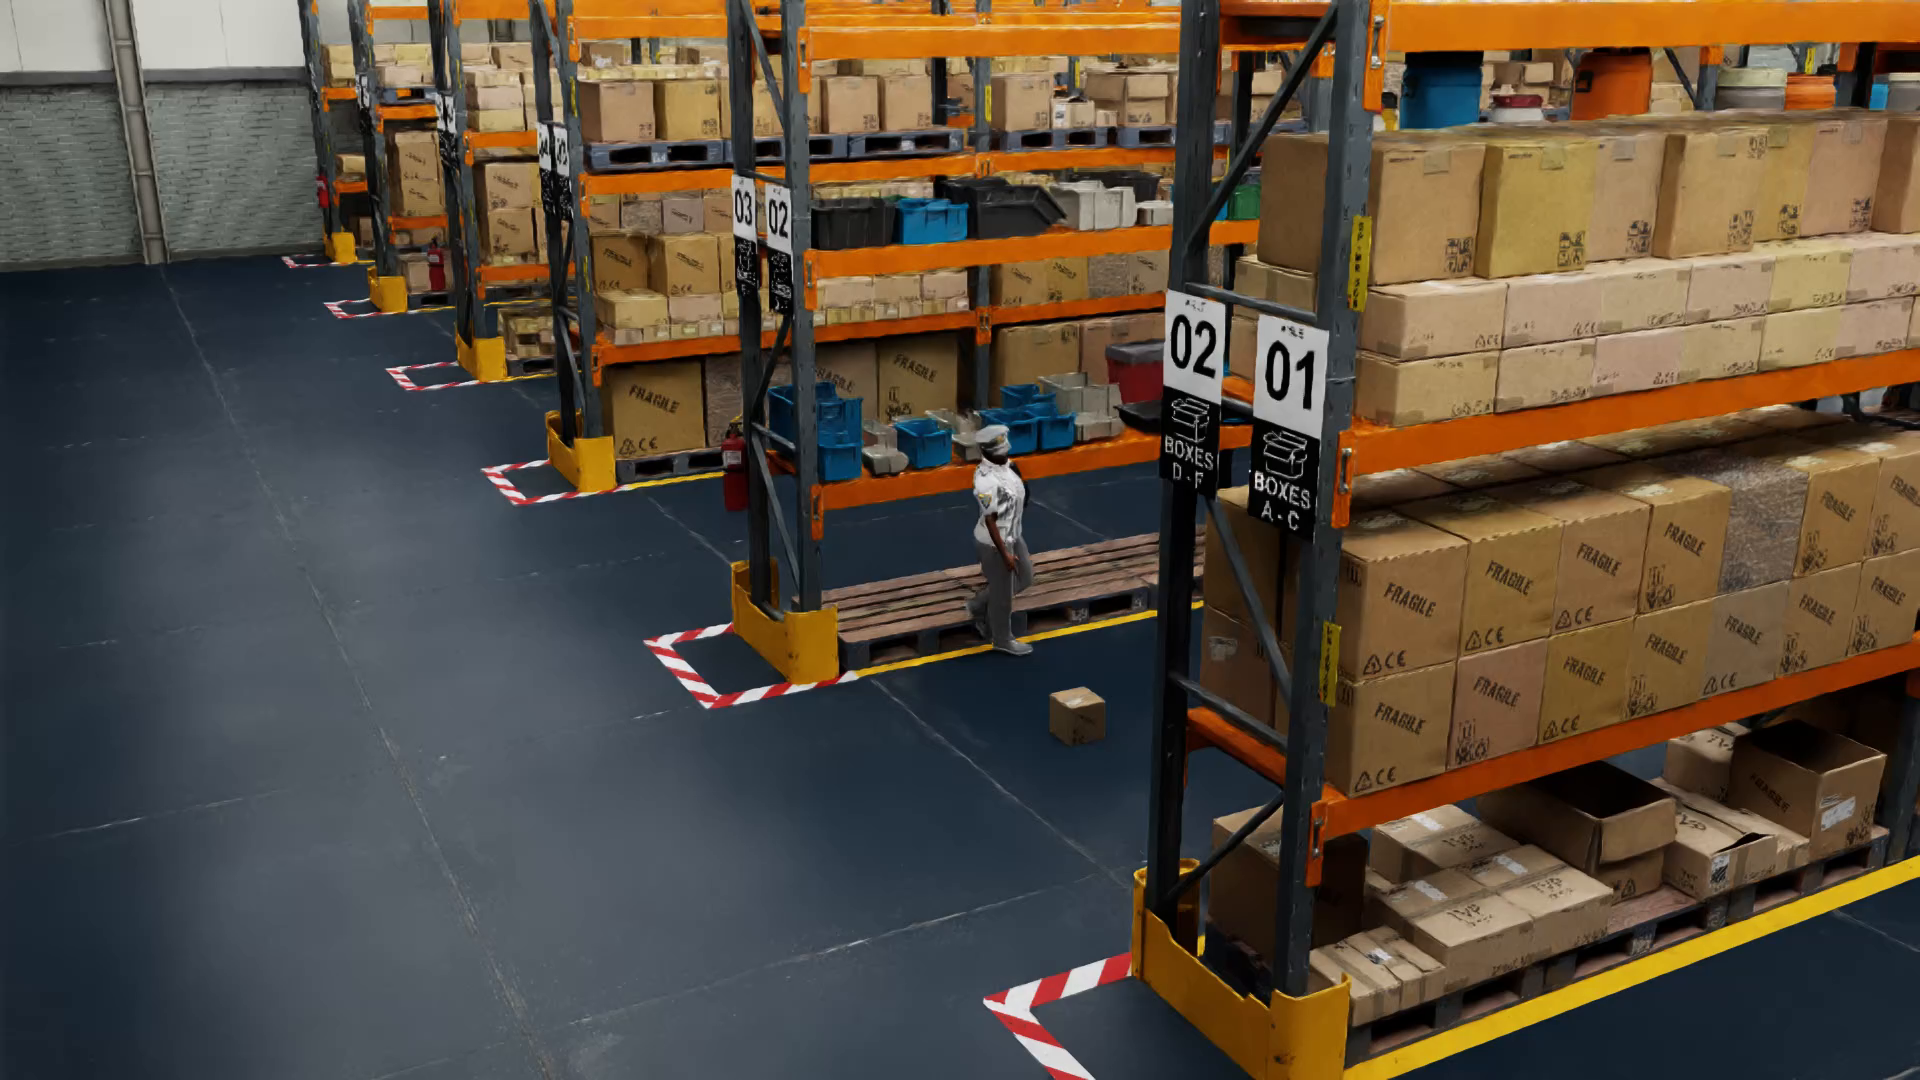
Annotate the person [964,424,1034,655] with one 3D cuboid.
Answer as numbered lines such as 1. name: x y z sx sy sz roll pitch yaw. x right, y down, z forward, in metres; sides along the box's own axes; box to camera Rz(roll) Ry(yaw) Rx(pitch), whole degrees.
1. person: 0.232 0.003 11.129 0.509 1.645 0.530 6 19 16
